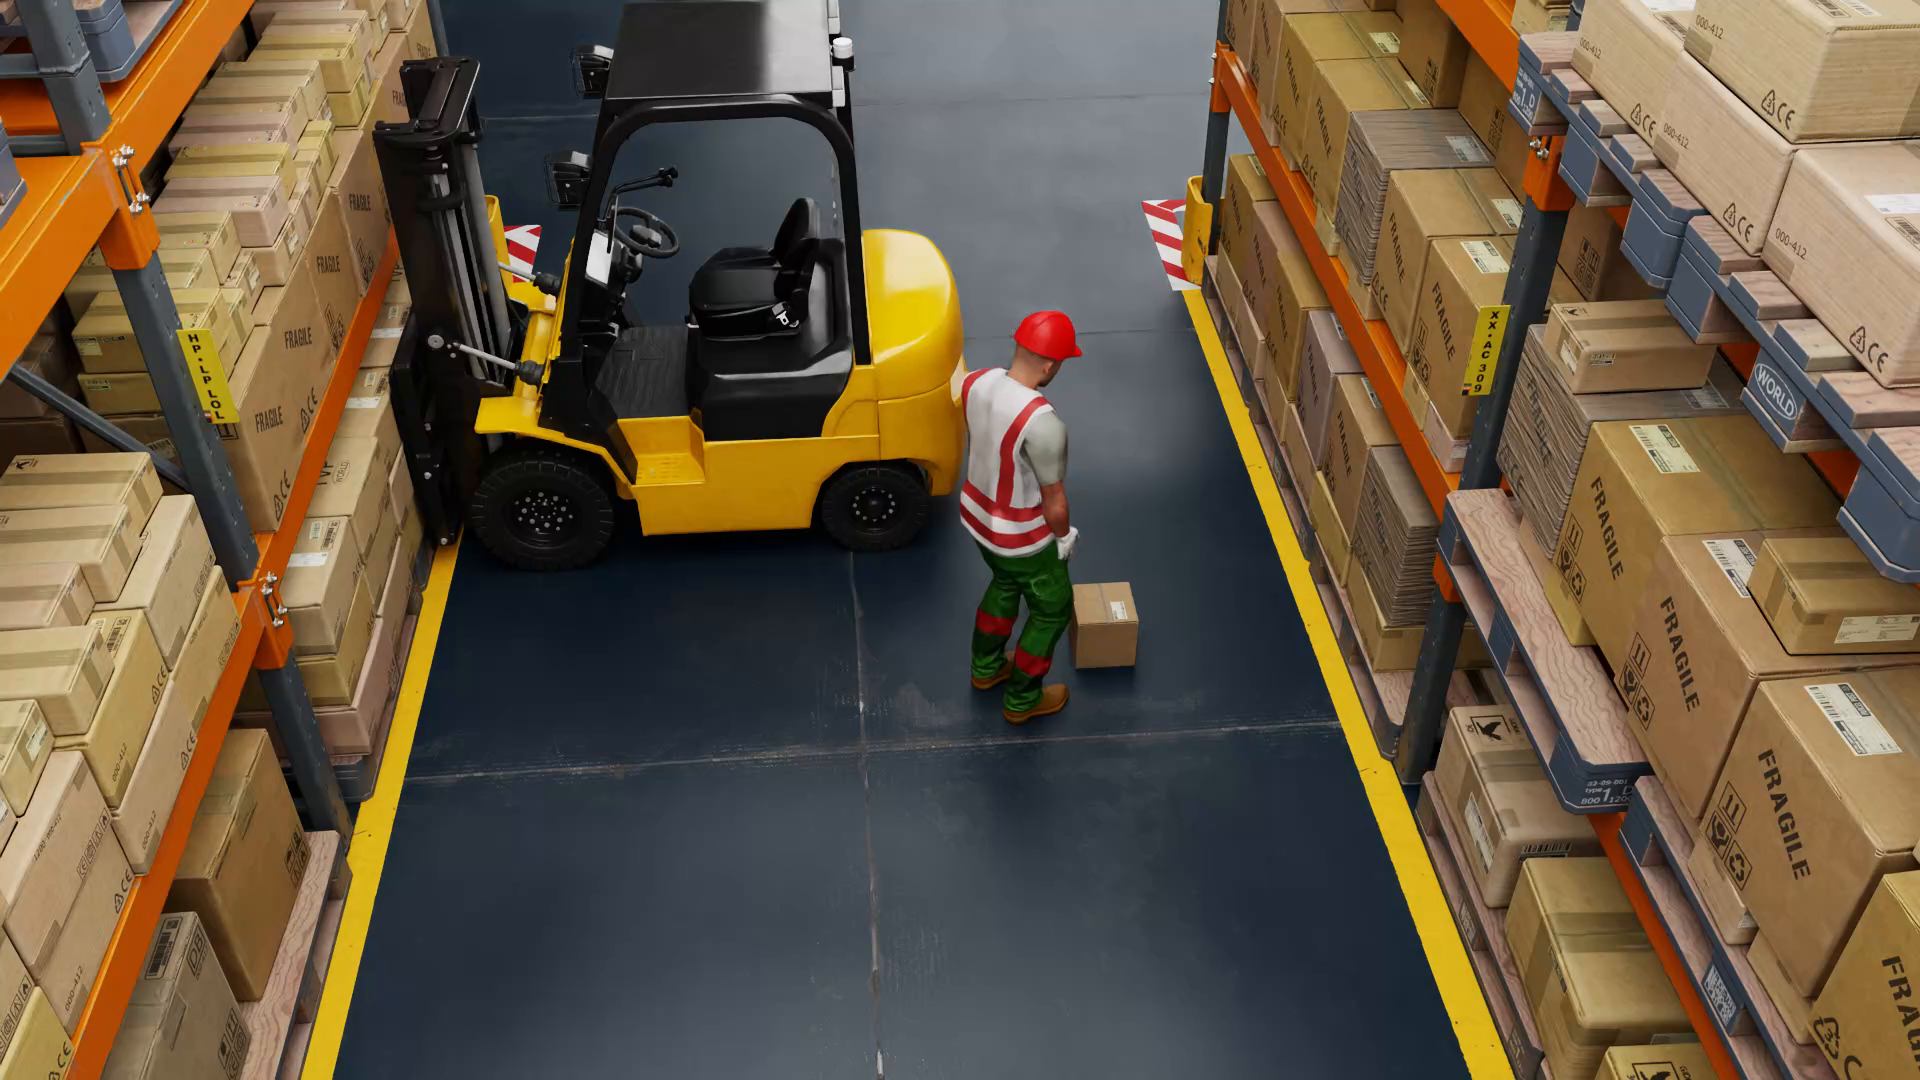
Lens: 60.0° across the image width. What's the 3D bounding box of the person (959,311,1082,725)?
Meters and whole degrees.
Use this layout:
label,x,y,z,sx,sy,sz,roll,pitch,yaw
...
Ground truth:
label,x,y,z,sx,sy,sz,roll,pitch,yaw
person,0.232,-0.084,6.285,0.459,1.734,0.544,-22,44,-25
